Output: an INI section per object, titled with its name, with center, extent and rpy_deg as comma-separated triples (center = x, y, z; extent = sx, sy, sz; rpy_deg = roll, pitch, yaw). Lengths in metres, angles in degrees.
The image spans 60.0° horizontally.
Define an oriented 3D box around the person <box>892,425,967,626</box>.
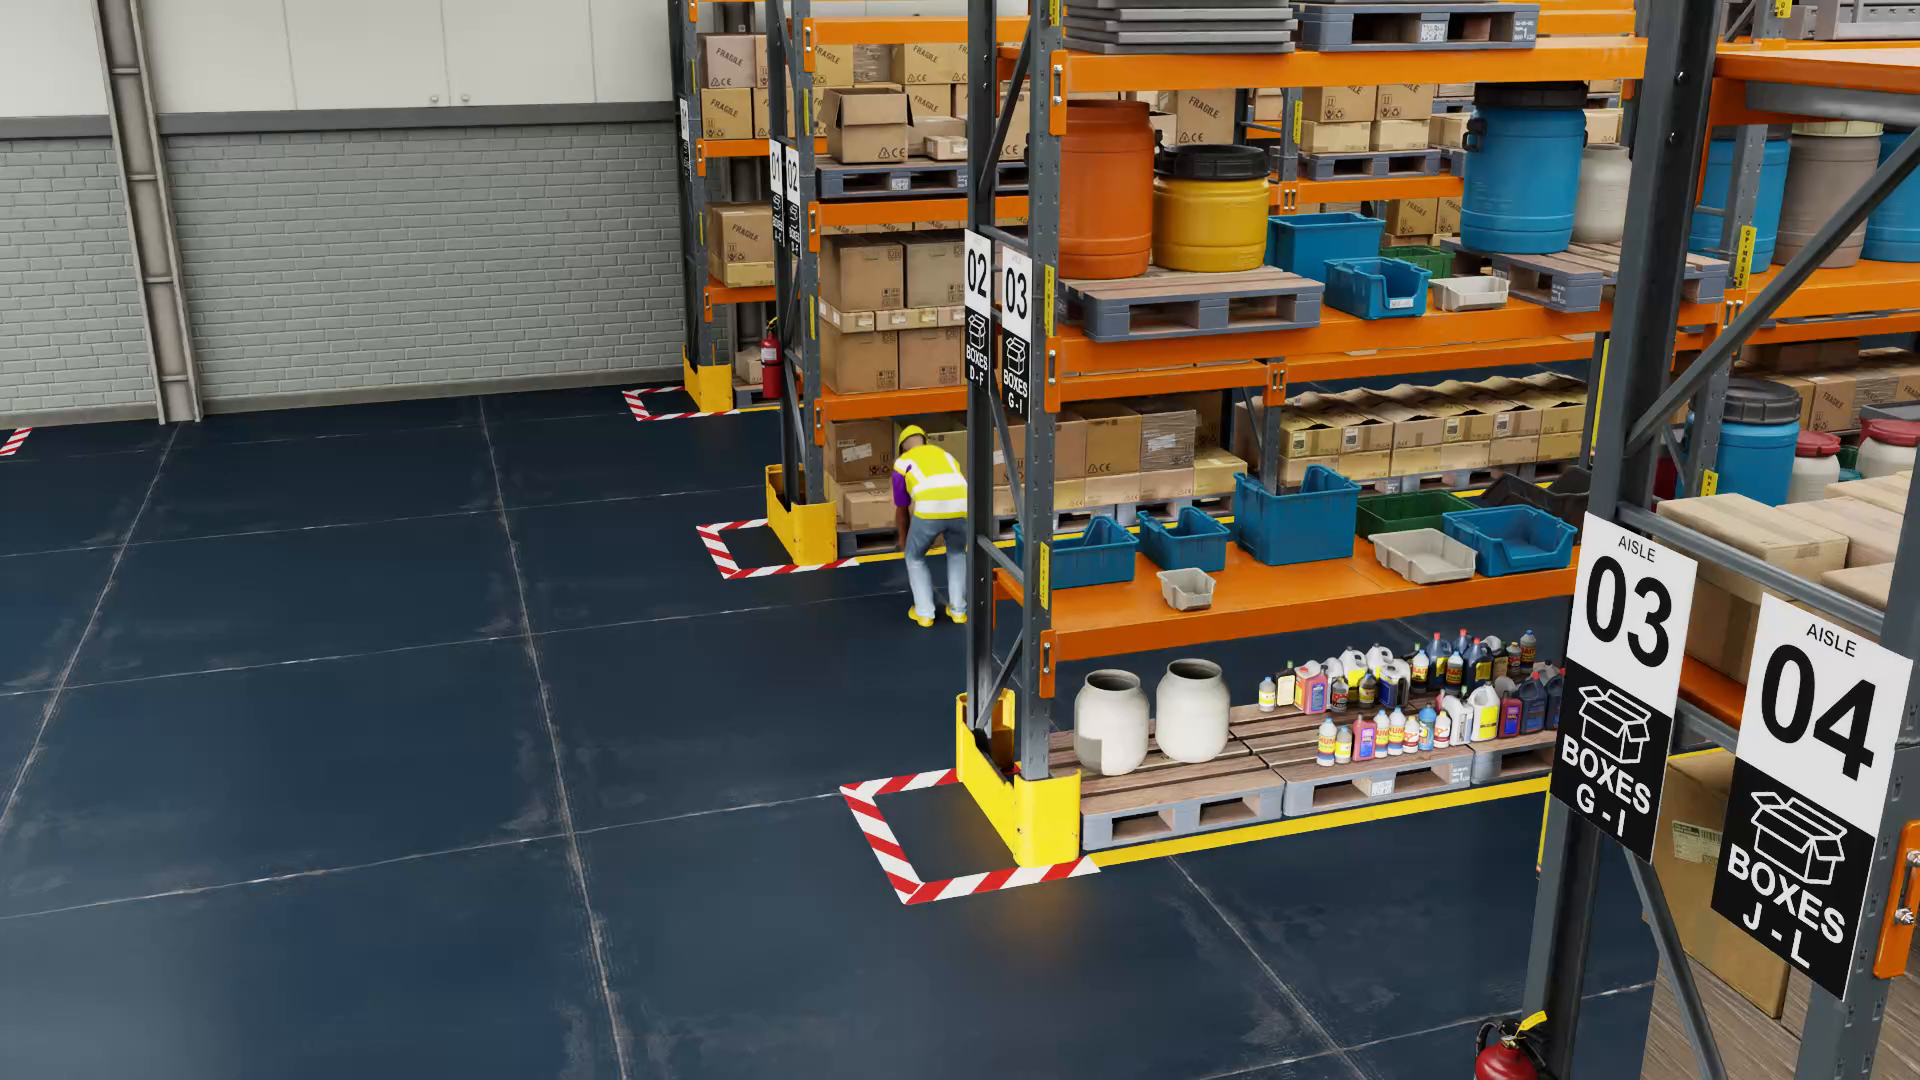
[person]
center = -0.228, -0.112, 12.045
extent = 0.492, 1.311, 0.923
rpy_deg = -7, 20, -19
